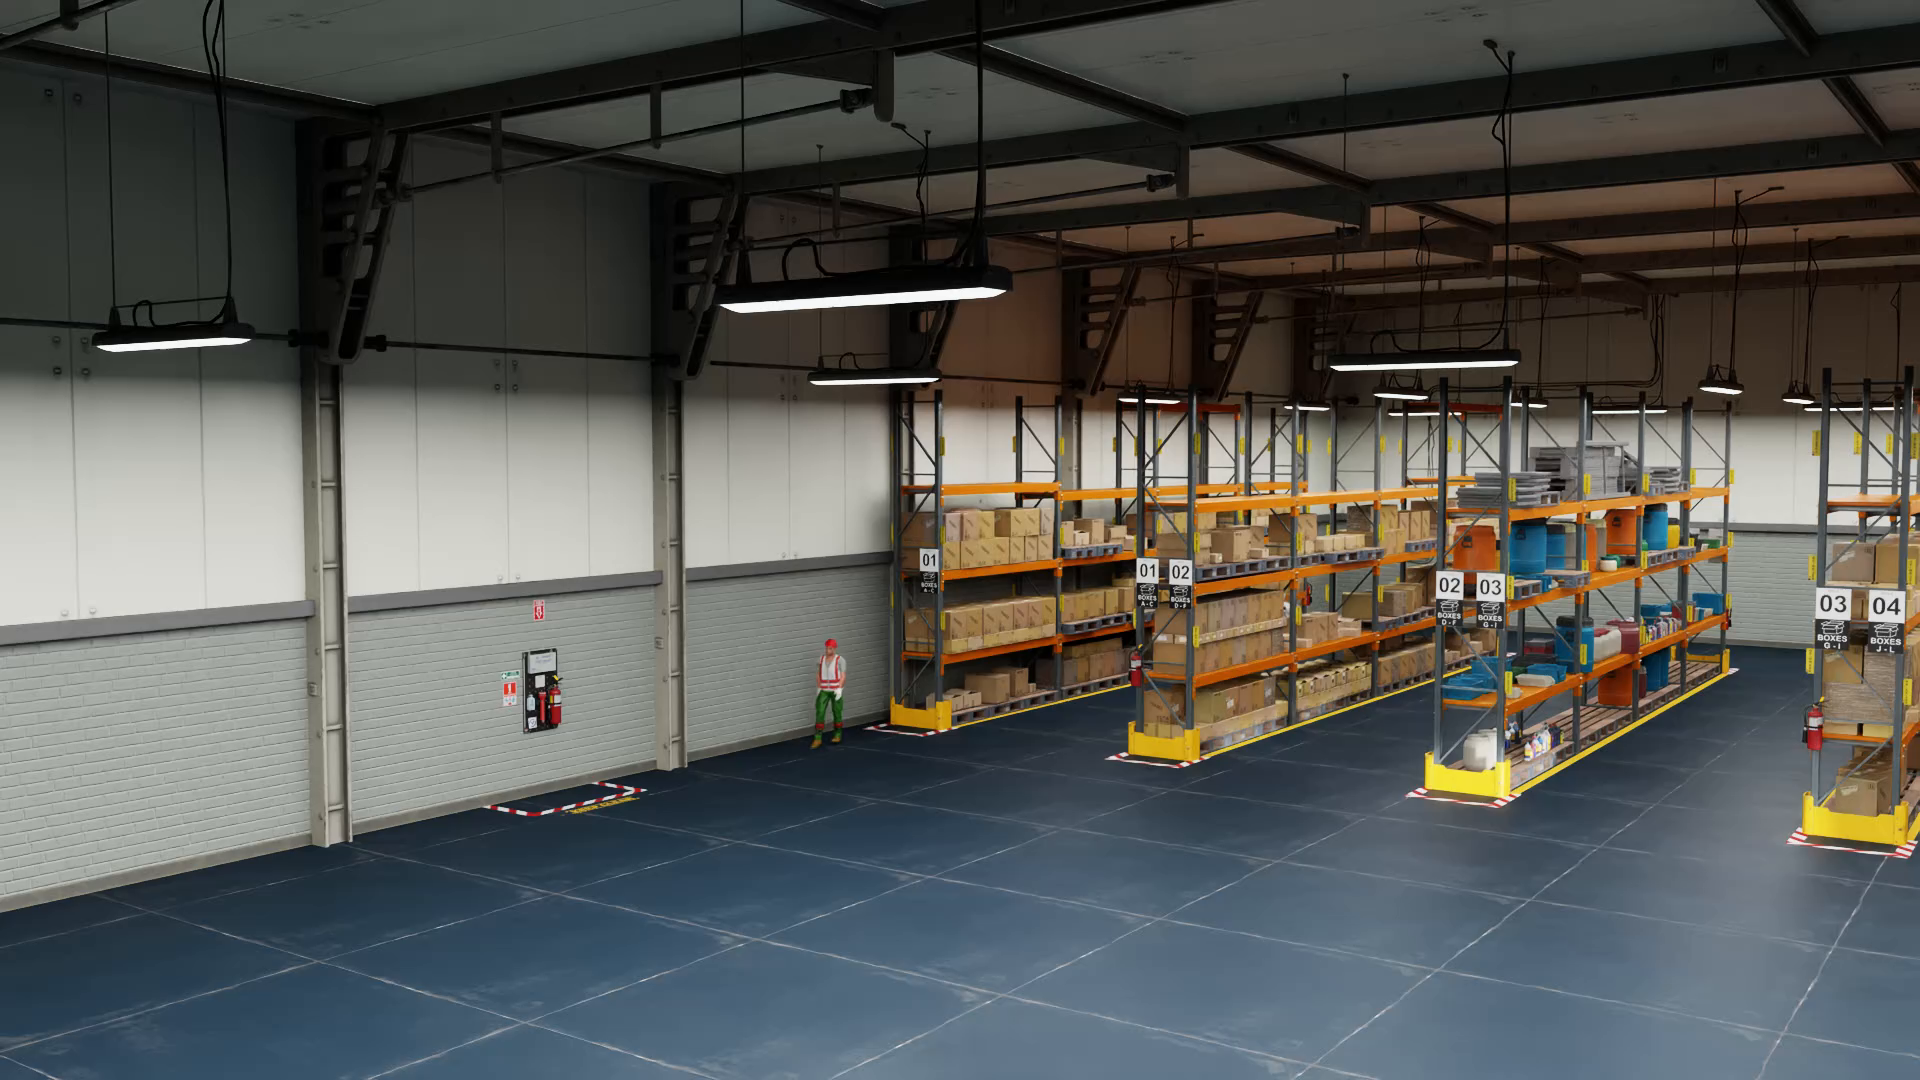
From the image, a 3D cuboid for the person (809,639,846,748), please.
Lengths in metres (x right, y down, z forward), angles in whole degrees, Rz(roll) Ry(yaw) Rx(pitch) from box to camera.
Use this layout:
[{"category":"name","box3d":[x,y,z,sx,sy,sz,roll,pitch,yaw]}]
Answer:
[{"category":"person","box3d":[-2.188,2.543,27.777,0.547,1.777,0.801,1,3,11]}]

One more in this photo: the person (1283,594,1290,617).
[{"category":"person","box3d":[7.519,2.011,38.527,0.493,1.618,0.838,2,4,32]}]
